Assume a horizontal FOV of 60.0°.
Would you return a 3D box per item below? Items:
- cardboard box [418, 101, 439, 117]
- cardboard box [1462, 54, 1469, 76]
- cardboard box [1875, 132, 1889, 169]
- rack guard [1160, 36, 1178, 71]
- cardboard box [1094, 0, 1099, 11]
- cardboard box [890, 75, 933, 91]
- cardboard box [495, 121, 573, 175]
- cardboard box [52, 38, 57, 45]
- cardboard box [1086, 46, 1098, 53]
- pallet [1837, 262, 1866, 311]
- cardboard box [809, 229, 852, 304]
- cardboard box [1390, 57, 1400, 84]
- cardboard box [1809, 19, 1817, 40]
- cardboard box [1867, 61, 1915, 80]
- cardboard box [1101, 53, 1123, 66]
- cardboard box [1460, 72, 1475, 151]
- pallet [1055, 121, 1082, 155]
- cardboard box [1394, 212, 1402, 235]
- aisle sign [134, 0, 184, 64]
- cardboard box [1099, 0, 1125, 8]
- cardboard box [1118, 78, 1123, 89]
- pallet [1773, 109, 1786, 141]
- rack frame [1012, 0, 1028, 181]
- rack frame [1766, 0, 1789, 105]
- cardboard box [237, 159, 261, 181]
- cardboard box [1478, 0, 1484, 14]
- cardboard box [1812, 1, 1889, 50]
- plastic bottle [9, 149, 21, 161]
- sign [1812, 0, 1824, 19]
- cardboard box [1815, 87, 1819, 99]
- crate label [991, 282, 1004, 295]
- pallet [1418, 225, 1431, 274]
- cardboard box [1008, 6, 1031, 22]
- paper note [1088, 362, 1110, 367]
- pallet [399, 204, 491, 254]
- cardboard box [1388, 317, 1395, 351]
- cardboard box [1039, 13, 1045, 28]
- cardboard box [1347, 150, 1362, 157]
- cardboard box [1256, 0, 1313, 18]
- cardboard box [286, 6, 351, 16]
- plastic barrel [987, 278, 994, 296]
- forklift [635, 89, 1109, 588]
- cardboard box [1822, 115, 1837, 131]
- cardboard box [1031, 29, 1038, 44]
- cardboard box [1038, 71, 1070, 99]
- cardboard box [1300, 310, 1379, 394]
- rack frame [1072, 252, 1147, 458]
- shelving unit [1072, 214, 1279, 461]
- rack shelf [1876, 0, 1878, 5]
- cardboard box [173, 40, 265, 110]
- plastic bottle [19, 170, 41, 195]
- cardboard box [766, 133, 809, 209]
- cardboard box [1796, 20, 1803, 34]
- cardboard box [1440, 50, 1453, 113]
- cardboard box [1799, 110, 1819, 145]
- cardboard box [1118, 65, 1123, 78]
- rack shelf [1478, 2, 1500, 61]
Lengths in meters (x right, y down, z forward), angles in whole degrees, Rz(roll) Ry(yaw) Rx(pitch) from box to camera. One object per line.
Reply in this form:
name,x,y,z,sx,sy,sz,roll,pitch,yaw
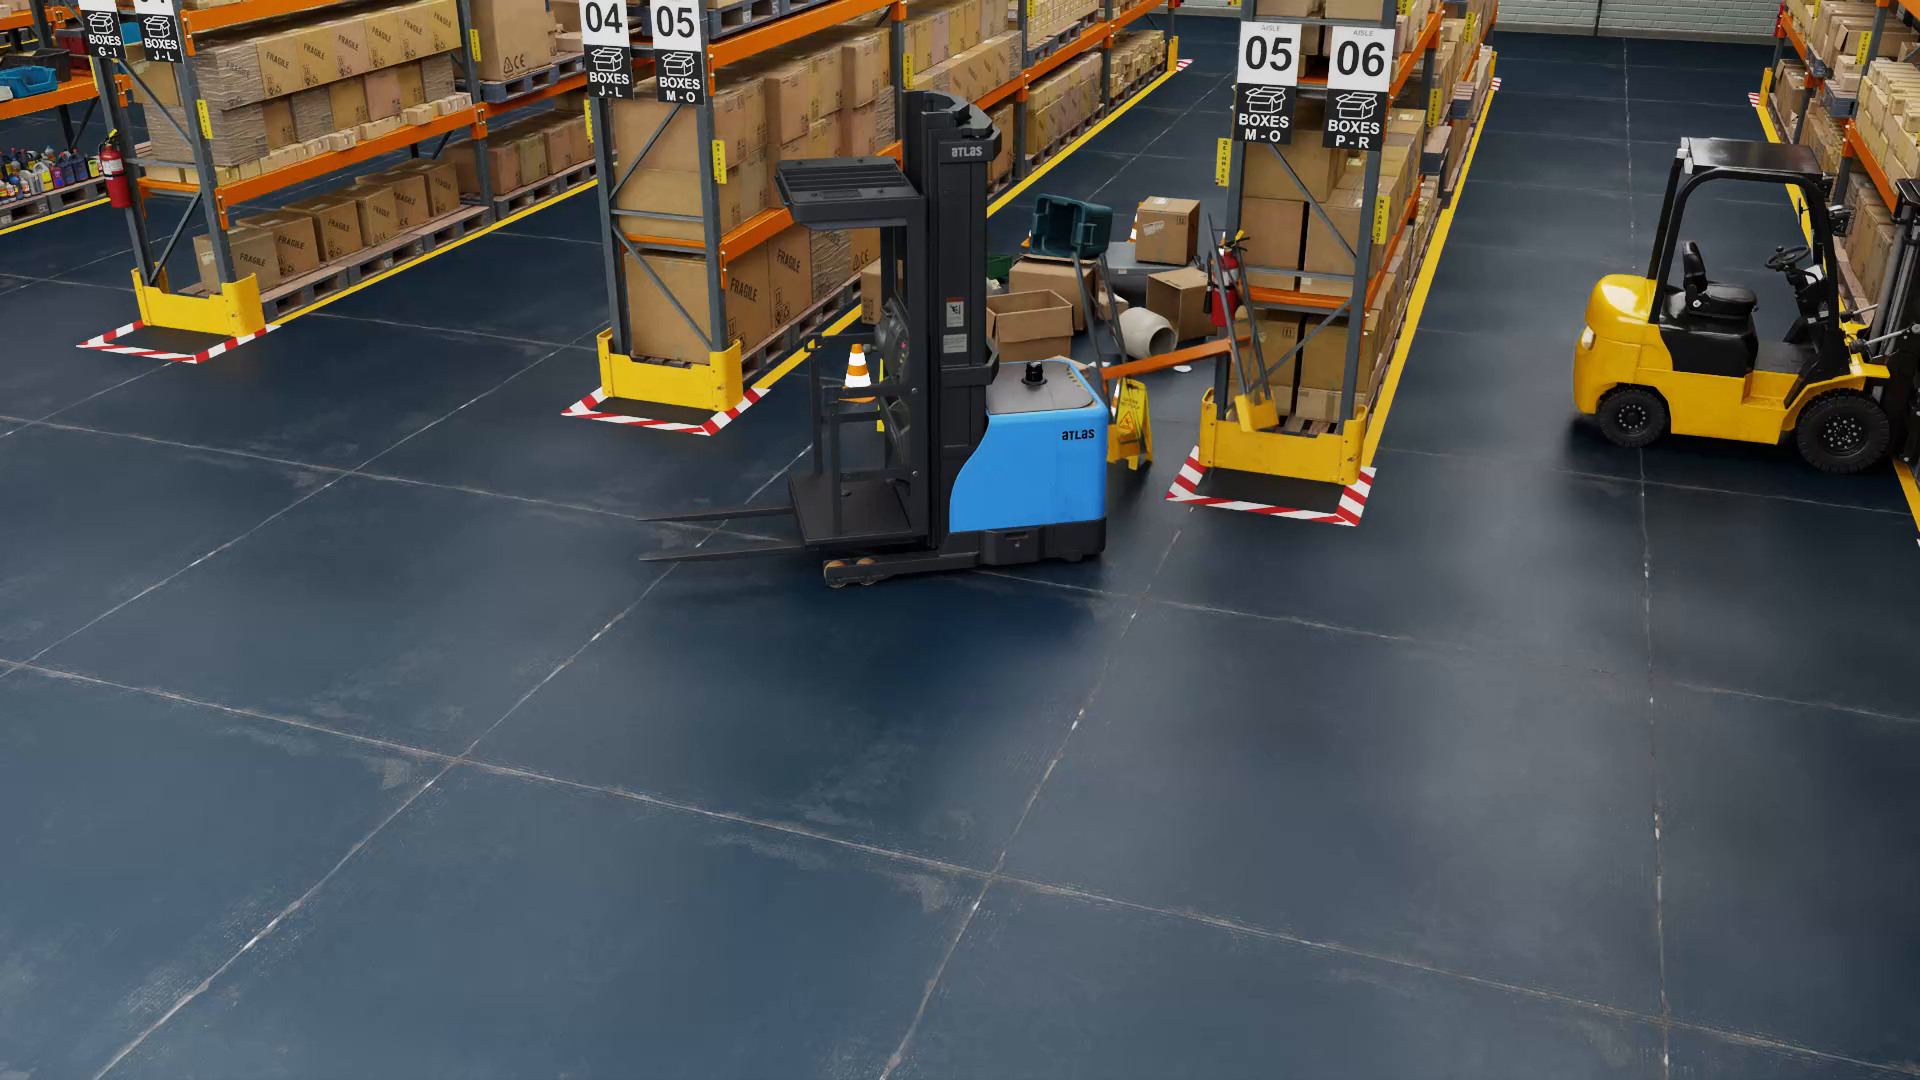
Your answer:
cardboard box,-5.695,-4.505,17.402,0.380,0.149,0.250,9,27,17
cardboard box,5.742,-5.677,19.705,0.500,0.250,0.500,10,27,19
cardboard box,8.801,-3.587,15.389,0.500,0.250,0.500,10,27,19
rack guard,2.943,-7.959,27.115,1.175,0.500,0.348,9,27,17
cardboard box,1.692,-7.356,22.806,0.380,0.149,0.250,8,27,16
cardboard box,-0.596,-4.406,16.794,0.500,0.500,0.500,9,27,18
cardboard box,-5.082,-4.690,19.859,0.700,0.500,0.500,6,27,13
cardboard box,-13.588,-7.518,25.699,0.500,0.500,0.500,10,28,19
cardboard box,1.875,-7.376,25.149,0.380,0.149,0.250,8,27,16
pallet,8.971,-2.346,15.853,1.003,0.211,1.213,9,27,17
cardboard box,-1.597,-2.797,15.542,0.875,0.875,0.875,9,27,18
cardboard box,2.762,-3.190,11.243,0.380,0.149,0.250,9,27,17
cardboard box,10.960,-6.388,20.832,0.500,0.250,0.500,9,27,19
cardboard box,9.306,-4.682,16.619,0.380,0.149,0.250,10,27,19
cardboard box,2.198,-7.083,24.544,0.380,0.149,0.250,8,27,16
cardboard box,5.915,-5.389,20.895,0.875,0.875,0.875,10,27,19
pallet,0.975,-5.393,22.147,1.003,0.211,1.213,9,27,17
cardboard box,3.357,-2.589,13.443,0.380,0.149,0.250,9,27,18
aisle sign,-6.737,-4.402,13.917,0.394,0.787,0.004,9,27,17
cardboard box,2.040,-7.818,23.498,0.500,0.500,0.500,8,27,16
cardboard box,2.184,-6.700,24.435,0.380,0.149,0.250,9,27,17
pallet,11.655,-5.607,22.589,1.003,0.211,1.213,9,27,17
rack frame,0.306,-5.828,19.845,1.000,3.000,0.127,9,27,17
rack frame,12.352,-7.721,23.754,1.000,3.000,0.127,9,27,17
cardboard box,-6.579,-3.371,15.058,0.380,0.149,0.250,9,27,17
cardboard box,6.262,-6.857,20.707,0.500,0.500,0.500,9,27,18
cardboard box,10.649,-6.145,19.902,0.700,0.500,0.500,9,27,19
plastic bottle,-10.999,-4.397,19.425,0.144,0.351,0.185,10,27,19
sign,10.507,-6.542,20.327,0.100,0.325,0.005,9,27,17
cardboard box,10.708,-5.449,20.363,0.380,0.149,0.250,8,27,17
crate label,0.264,-2.388,16.026,0.298,0.136,0.250,-9,27,-18
pallet,4.339,-3.076,17.361,1.003,0.211,1.213,9,27,17
cardboard box,0.644,-6.335,20.016,0.380,0.149,0.250,9,27,18
paper note,1.207,-1.527,14.382,0.148,0.019,0.142,20,32,35
pallet,-5.859,-3.409,18.048,1.003,0.211,1.213,9,27,17
cardboard box,3.392,-1.749,14.093,0.500,0.250,0.500,9,27,18
cardboard box,0.830,-6.429,20.551,0.380,0.149,0.250,8,27,16
cardboard box,2.855,-3.351,13.125,0.700,0.500,0.500,9,27,17
cardboard box,2.180,-3.642,11.261,0.380,0.149,0.250,9,27,18
cardboard box,-6.390,-5.015,16.562,0.500,0.500,0.500,9,27,17
plastic barrel,0.044,-2.336,15.589,0.421,0.421,0.512,-14,29,-27
forklift,-0.610,-1.266,10.501,3.031,2.935,1.130,-5,26,-10
cardboard box,10.360,-4.880,19.529,0.380,0.149,0.250,9,27,17
cardboard box,0.735,-6.169,20.355,0.380,0.149,0.250,10,28,20
cardboard box,1.109,-5.887,21.494,0.500,0.250,0.500,9,27,18
cardboard box,2.882,-1.454,12.624,0.500,0.500,0.500,8,27,16
rack frame,1.088,-1.341,12.030,0.032,1.500,0.500,-11,2,31
shelving unit,1.509,-1.424,11.775,1.083,1.500,0.587,-11,2,31
rack shelf,10.355,-6.281,18.165,1.077,0.370,4.000,9,27,17
cardboard box,-6.560,-4.117,14.707,0.500,0.500,0.500,9,27,17
plastic bottle,-10.511,-4.051,18.795,0.152,0.276,0.135,9,27,18
cardboard box,-1.808,-3.208,14.261,0.875,0.550,0.550,9,27,17
cardboard box,11.440,-6.879,22.304,0.380,0.149,0.250,9,27,19
cardboard box,4.447,-4.434,16.027,0.500,0.500,0.500,9,27,17
cardboard box,10.648,-4.975,20.469,0.500,0.500,0.500,10,28,20
cardboard box,2.199,-6.947,24.604,0.380,0.149,0.250,7,27,15
rack shelf,7.004,-7.293,23.697,1.077,0.370,4.000,9,27,17
